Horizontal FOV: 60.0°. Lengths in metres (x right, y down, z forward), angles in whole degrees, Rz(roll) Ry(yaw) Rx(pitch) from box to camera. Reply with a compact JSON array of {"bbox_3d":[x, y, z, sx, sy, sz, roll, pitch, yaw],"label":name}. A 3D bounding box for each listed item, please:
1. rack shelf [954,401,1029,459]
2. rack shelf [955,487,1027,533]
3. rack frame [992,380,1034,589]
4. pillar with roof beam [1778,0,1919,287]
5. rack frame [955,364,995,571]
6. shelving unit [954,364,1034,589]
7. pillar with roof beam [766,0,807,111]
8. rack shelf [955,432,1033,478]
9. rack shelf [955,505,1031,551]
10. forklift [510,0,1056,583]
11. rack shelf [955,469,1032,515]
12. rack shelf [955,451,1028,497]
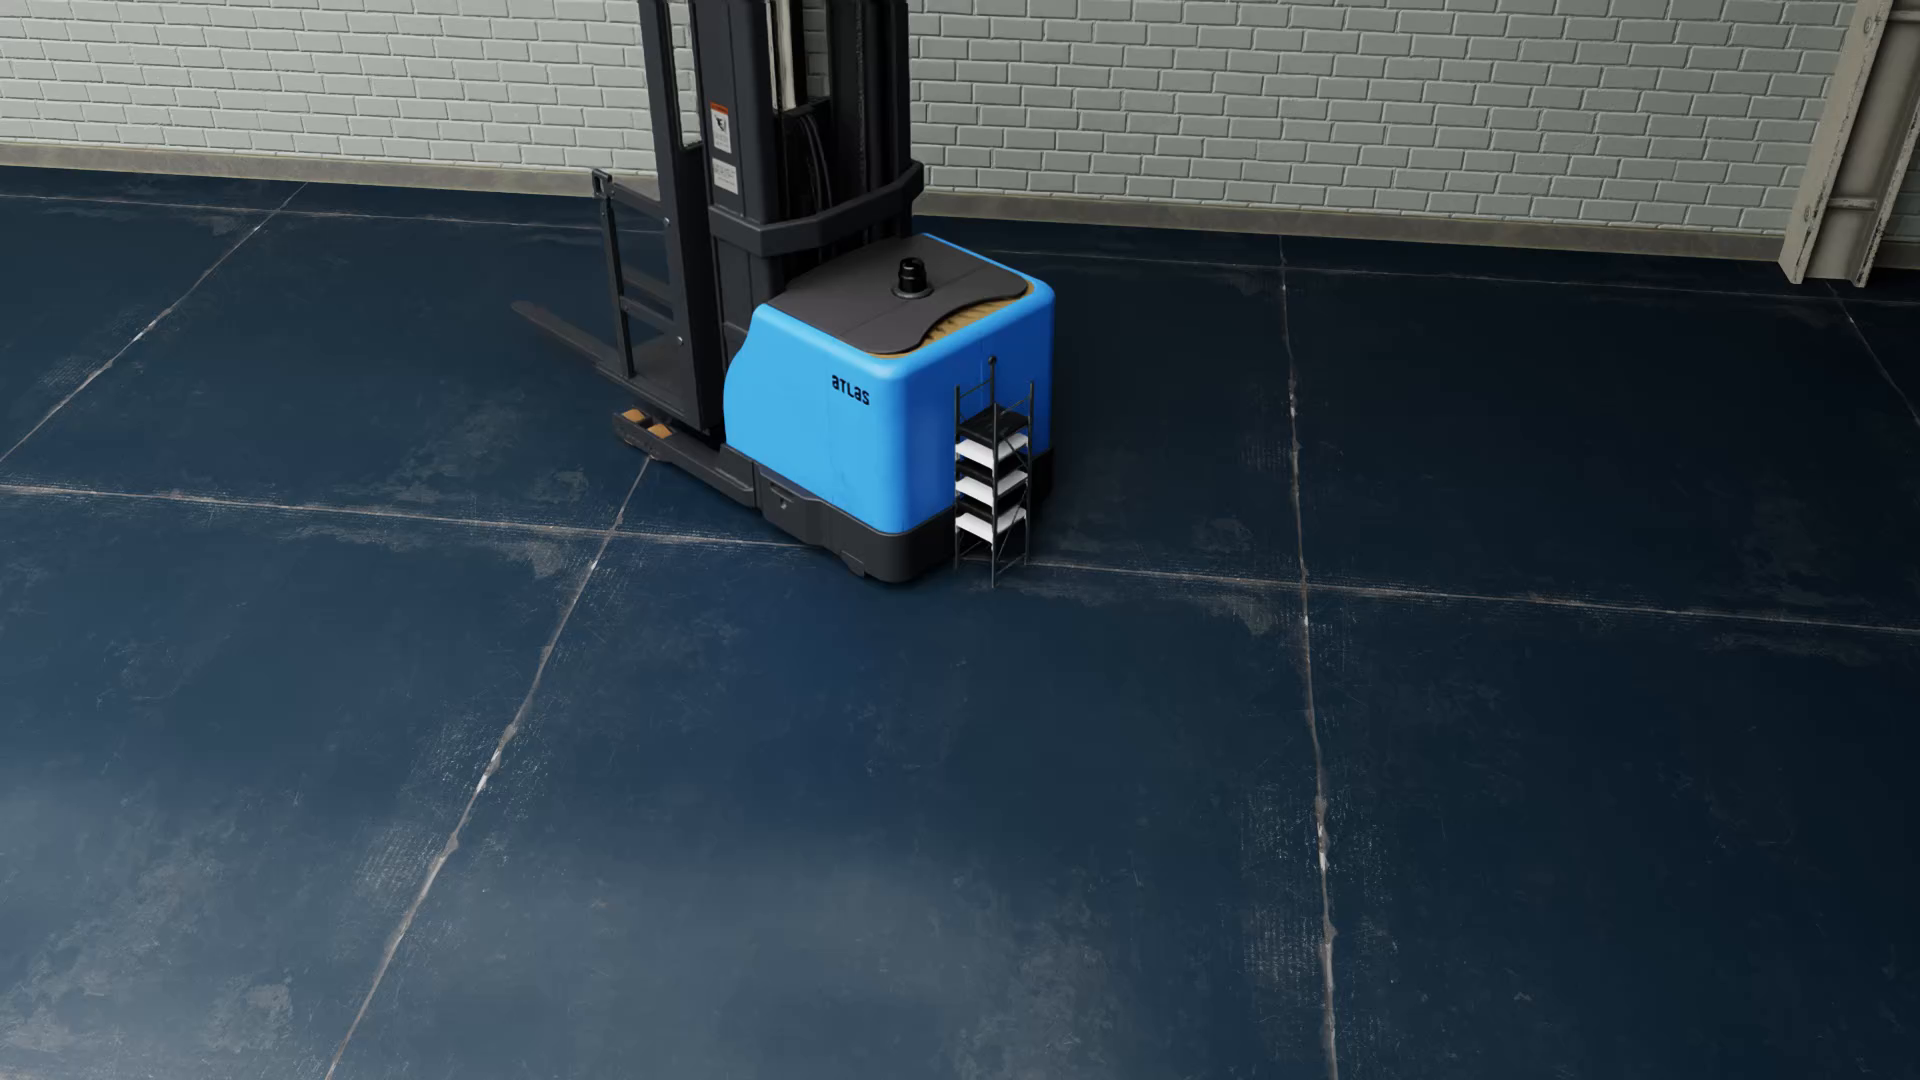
[{"bbox_3d":[0.137,-0.444,6.689,0.200,0.077,0.258,26,43,32],"label":"rack shelf"},{"bbox_3d":[0.137,-0.151,6.898,0.200,0.077,0.258,26,43,32],"label":"rack shelf"},{"bbox_3d":[0.214,-0.213,6.773,0.006,0.900,0.240,26,43,32],"label":"rack frame"},{"bbox_3d":[4.294,-2.685,3.265,0.400,9.000,9.100,4,36,6],"label":"pillar with roof beam"},{"bbox_3d":[0.060,-0.290,6.880,0.006,0.900,0.240,26,43,32],"label":"rack frame"},{"bbox_3d":[0.137,-0.251,6.826,0.210,0.900,0.258,26,43,32],"label":"shelving unit"},{"bbox_3d":[-1.657,-3.129,3.887,0.400,9.000,9.100,4,36,6],"label":"pillar with roof beam"},{"bbox_3d":[0.137,-0.371,6.741,0.200,0.077,0.258,26,43,32],"label":"rack shelf"},{"bbox_3d":[0.137,-0.078,6.951,0.200,0.077,0.258,26,43,32],"label":"rack shelf"},{"bbox_3d":[-1.000,-1.760,7.193,3.031,2.935,1.130,29,45,34],"label":"forklift"},{"bbox_3d":[0.137,-0.224,6.846,0.200,0.077,0.258,26,43,32],"label":"rack shelf"},{"bbox_3d":[0.137,-0.297,6.793,0.200,0.077,0.258,26,43,32],"label":"rack shelf"}]
